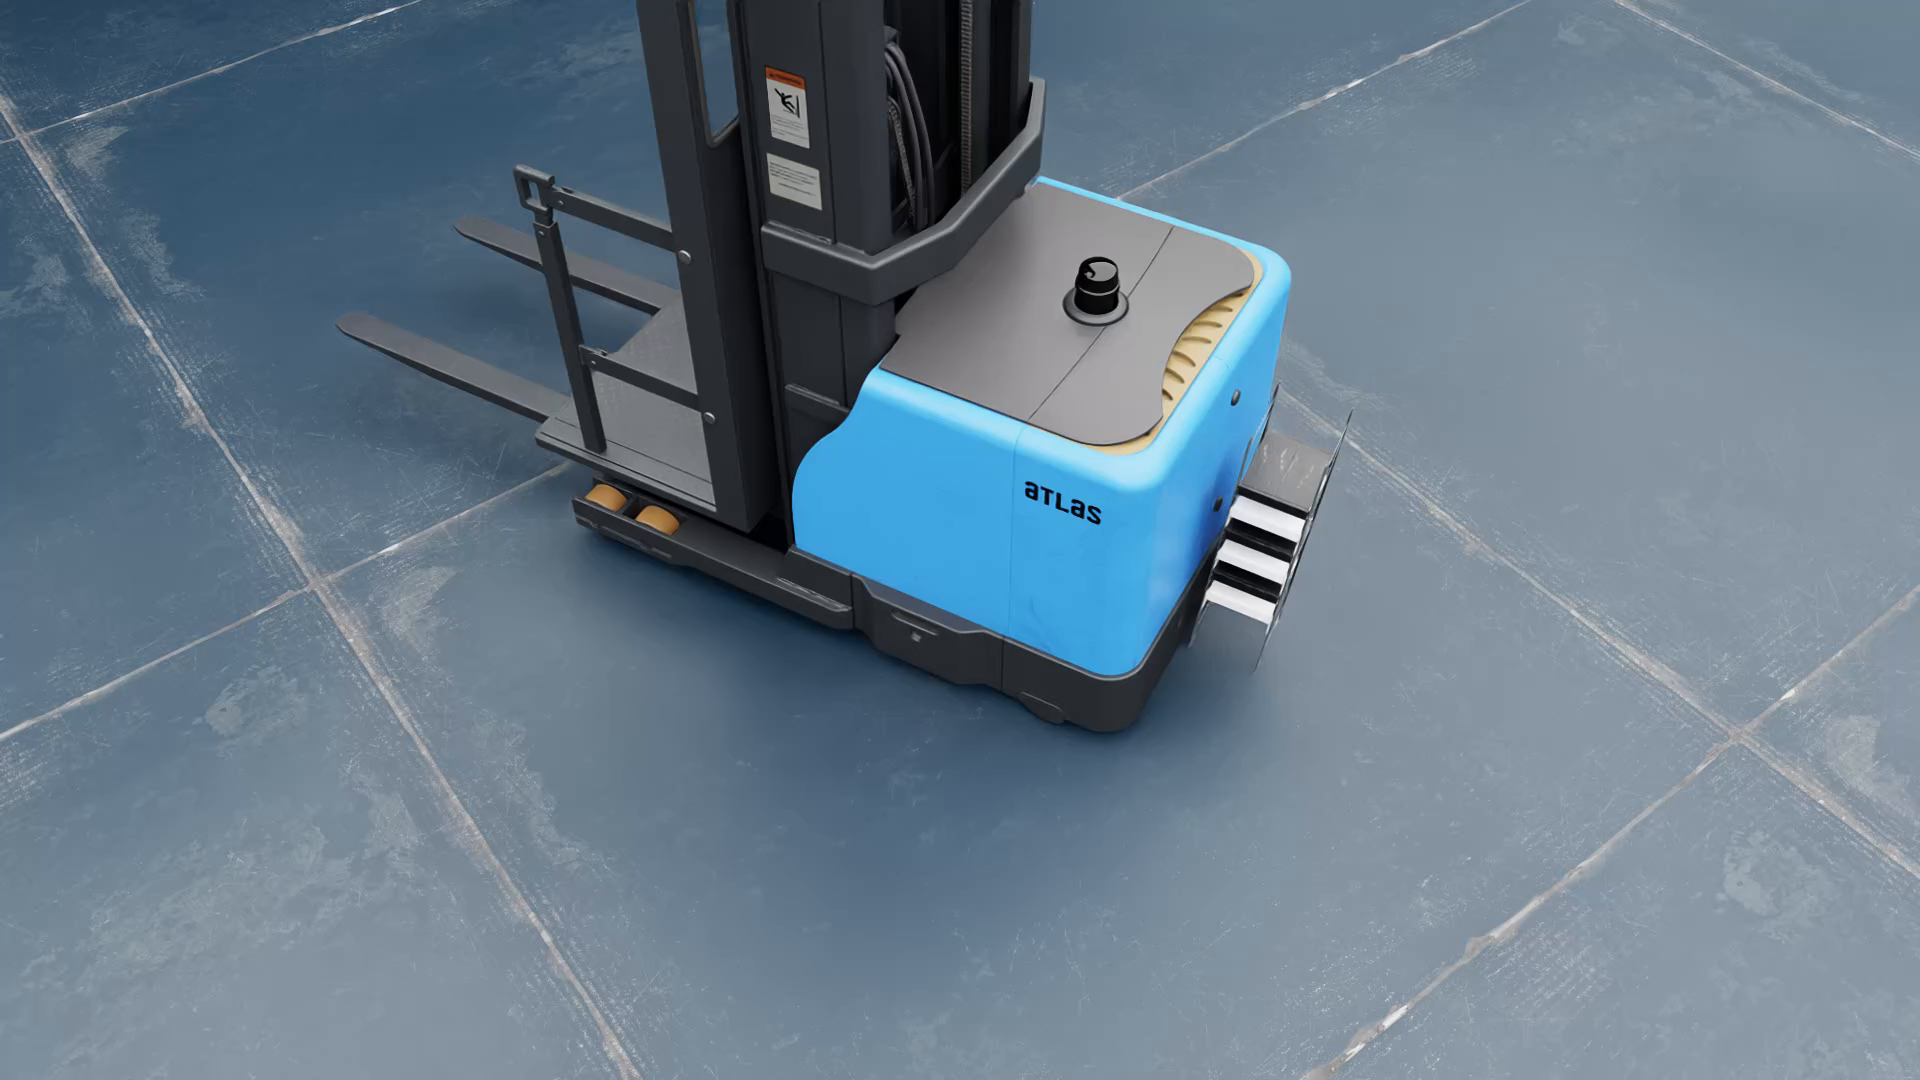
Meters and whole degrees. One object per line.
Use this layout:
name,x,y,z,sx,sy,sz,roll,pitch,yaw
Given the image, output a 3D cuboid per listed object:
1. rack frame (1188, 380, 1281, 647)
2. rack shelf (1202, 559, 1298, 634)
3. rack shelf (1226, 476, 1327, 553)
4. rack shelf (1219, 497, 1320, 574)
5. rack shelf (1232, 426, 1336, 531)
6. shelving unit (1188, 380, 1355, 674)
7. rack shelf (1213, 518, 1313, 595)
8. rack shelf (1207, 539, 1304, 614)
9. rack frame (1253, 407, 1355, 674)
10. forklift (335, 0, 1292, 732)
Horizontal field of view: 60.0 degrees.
rack frame,0.764,-0.052,4.669,0.006,0.900,0.240,22,51,13
rack shelf,0.841,0.123,4.808,0.200,0.077,0.258,22,51,13
rack shelf,0.866,-0.109,4.534,0.200,0.077,0.258,22,51,13
rack shelf,0.860,-0.051,4.603,0.200,0.077,0.258,22,51,13
rack shelf,0.872,-0.167,4.466,0.200,0.077,0.258,22,51,13
shelving unit,0.856,-0.014,4.646,0.210,0.900,0.258,22,51,13
rack shelf,0.853,0.007,4.671,0.200,0.077,0.258,22,51,13
rack shelf,0.847,0.065,4.740,0.200,0.077,0.258,22,51,13
rack frame,0.947,0.023,4.622,0.006,0.900,0.240,22,51,13
forklift,-0.627,-1.247,4.402,3.031,2.935,1.130,22,51,19
